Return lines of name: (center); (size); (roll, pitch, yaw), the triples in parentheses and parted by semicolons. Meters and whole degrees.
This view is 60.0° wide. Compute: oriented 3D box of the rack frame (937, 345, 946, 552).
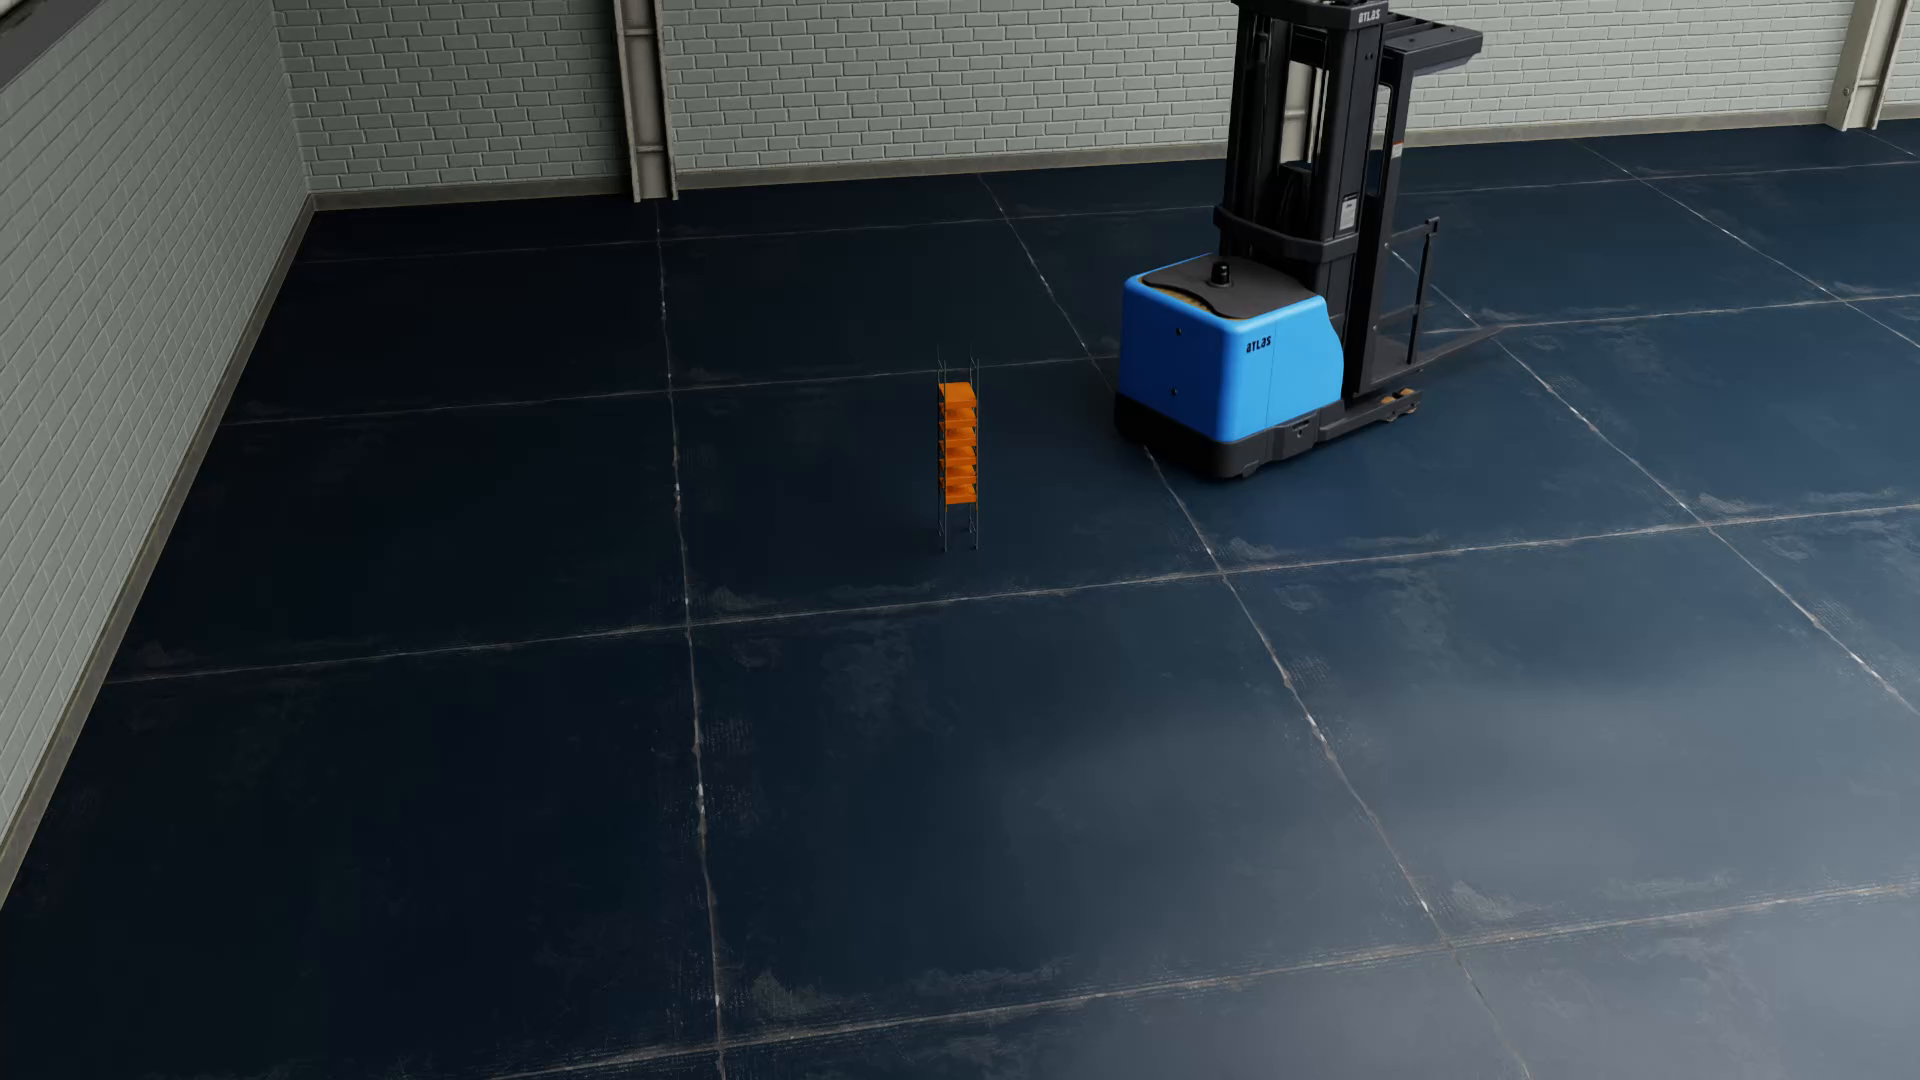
rack frame: (-0.104, -0.508, 9.429); (0.006, 1.200, 0.240); (-5, 31, -9)

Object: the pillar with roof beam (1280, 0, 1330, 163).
pillar with roof beam: (3.922, -5.399, 10.055); (0.400, 9.000, 9.100); (-5, 31, -9)

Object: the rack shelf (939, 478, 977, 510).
rack shelf: (-0.014, -0.271, 9.588); (0.180, 0.103, 0.258); (-5, 31, -9)

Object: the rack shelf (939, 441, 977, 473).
rack shelf: (-0.014, -0.478, 9.466); (0.180, 0.103, 0.258); (-5, 31, -9)

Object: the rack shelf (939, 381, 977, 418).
rack shelf: (-0.014, -0.788, 9.284); (0.180, 0.103, 0.258); (-5, 31, -9)

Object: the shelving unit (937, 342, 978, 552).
shelving unit: (-0.014, -0.516, 9.444); (0.189, 1.200, 0.258); (-5, 31, -9)

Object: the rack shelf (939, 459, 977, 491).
rack shelf: (-0.014, -0.374, 9.527); (0.180, 0.103, 0.258); (-5, 31, -9)

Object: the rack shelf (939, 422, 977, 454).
rack shelf: (-0.014, -0.581, 9.405); (0.180, 0.103, 0.258); (-5, 31, -9)

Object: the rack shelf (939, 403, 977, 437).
rack shelf: (-0.014, -0.684, 9.344); (0.180, 0.103, 0.258); (-5, 31, -9)

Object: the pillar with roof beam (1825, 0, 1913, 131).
pillar with roof beam: (9.824, -5.947, 10.986); (0.400, 9.000, 9.100); (-5, 31, -9)

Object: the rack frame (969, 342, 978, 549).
rack frame: (0.076, -0.524, 9.458); (0.006, 1.200, 0.240); (-5, 31, -9)

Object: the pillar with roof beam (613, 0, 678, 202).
pillar with roof beam: (-1.980, -4.852, 9.123); (0.400, 9.000, 9.100); (-5, 31, -9)

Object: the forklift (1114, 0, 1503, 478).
forklift: (2.484, -2.243, 10.673); (3.031, 2.935, 1.130); (-22, 37, -32)
